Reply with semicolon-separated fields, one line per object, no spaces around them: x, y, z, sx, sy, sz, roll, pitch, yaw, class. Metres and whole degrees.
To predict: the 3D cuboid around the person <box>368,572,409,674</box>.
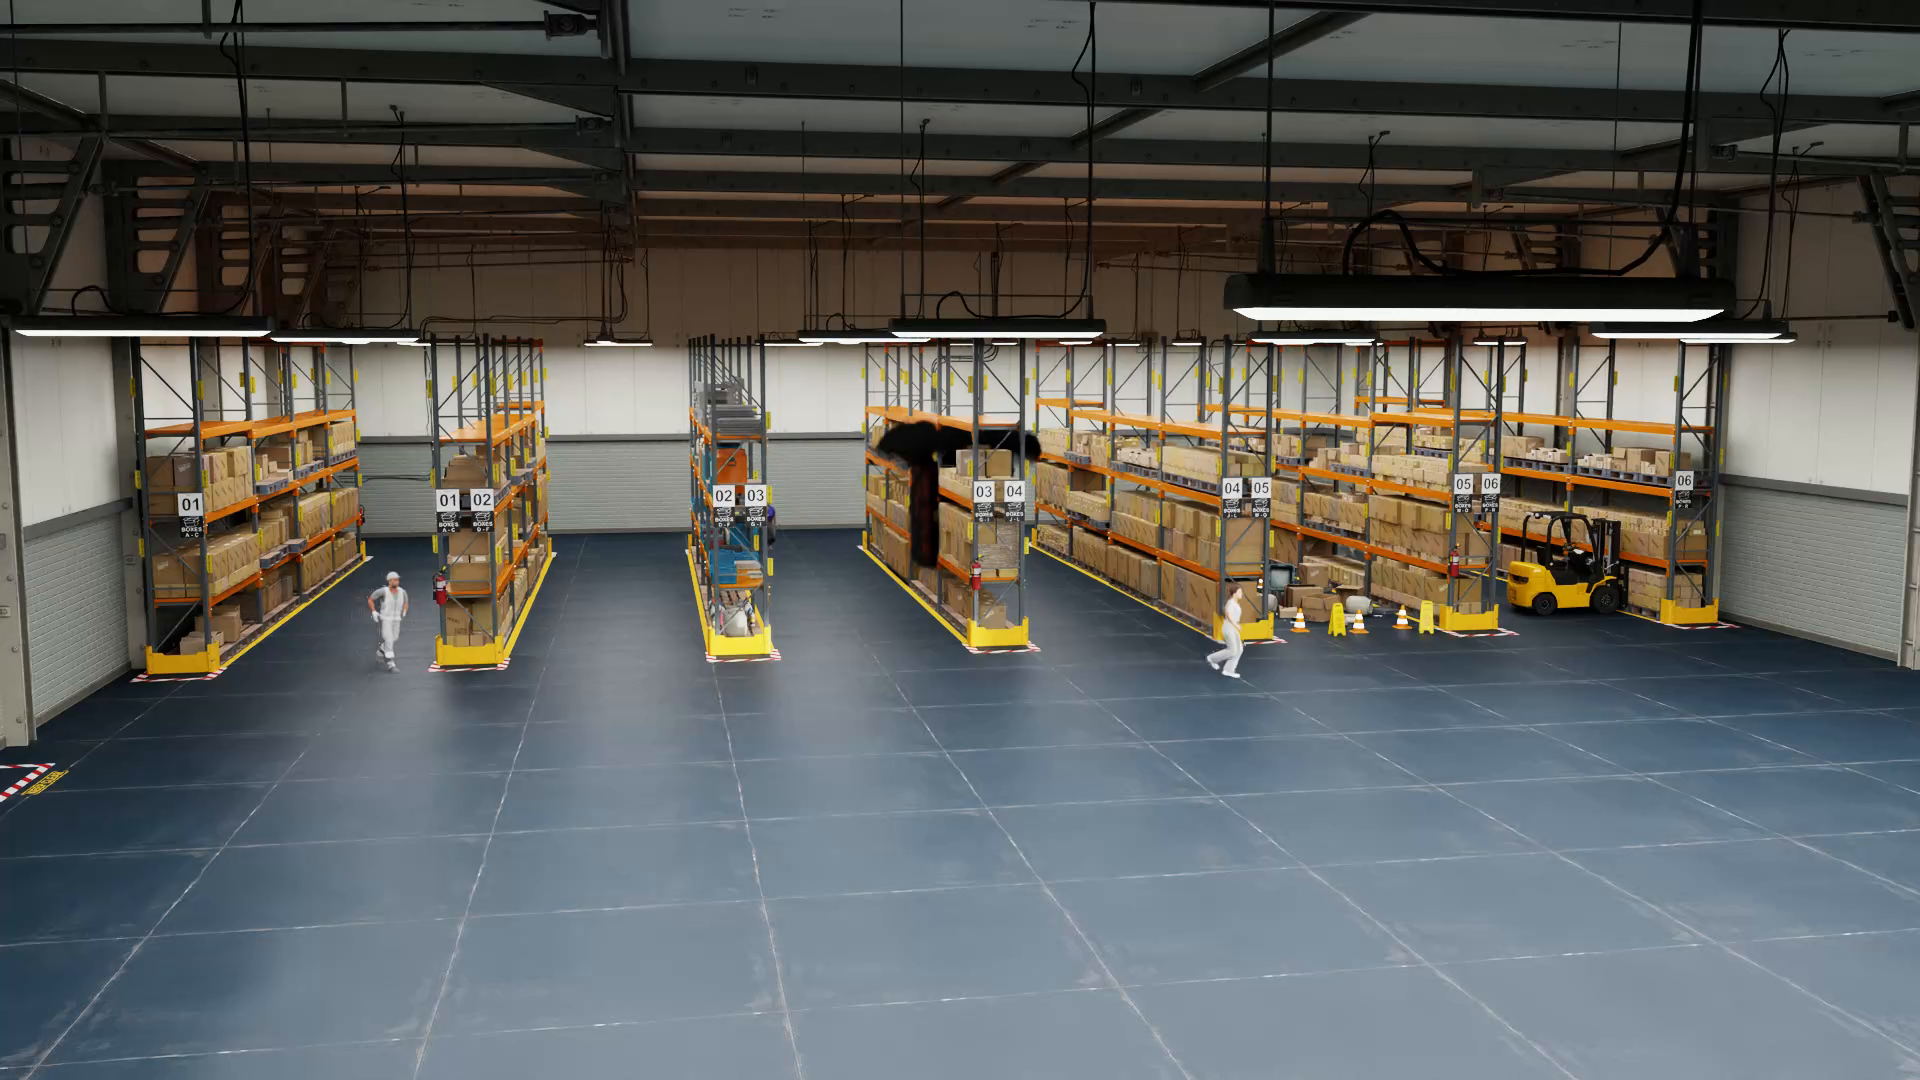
-10.149;1.440;29.637;1.016;1.757;0.701;6;9;43;person

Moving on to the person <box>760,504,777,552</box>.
-5.388;-0.387;46.687;0.574;1.546;0.791;-3;7;-25;person

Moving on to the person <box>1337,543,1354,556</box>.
10.571;-0.372;46.021;0.597;1.684;0.956;-3;7;-25;person

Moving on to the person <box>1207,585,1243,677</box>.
4.653;1.592;29.210;0.627;1.622;0.552;3;7;21;person
